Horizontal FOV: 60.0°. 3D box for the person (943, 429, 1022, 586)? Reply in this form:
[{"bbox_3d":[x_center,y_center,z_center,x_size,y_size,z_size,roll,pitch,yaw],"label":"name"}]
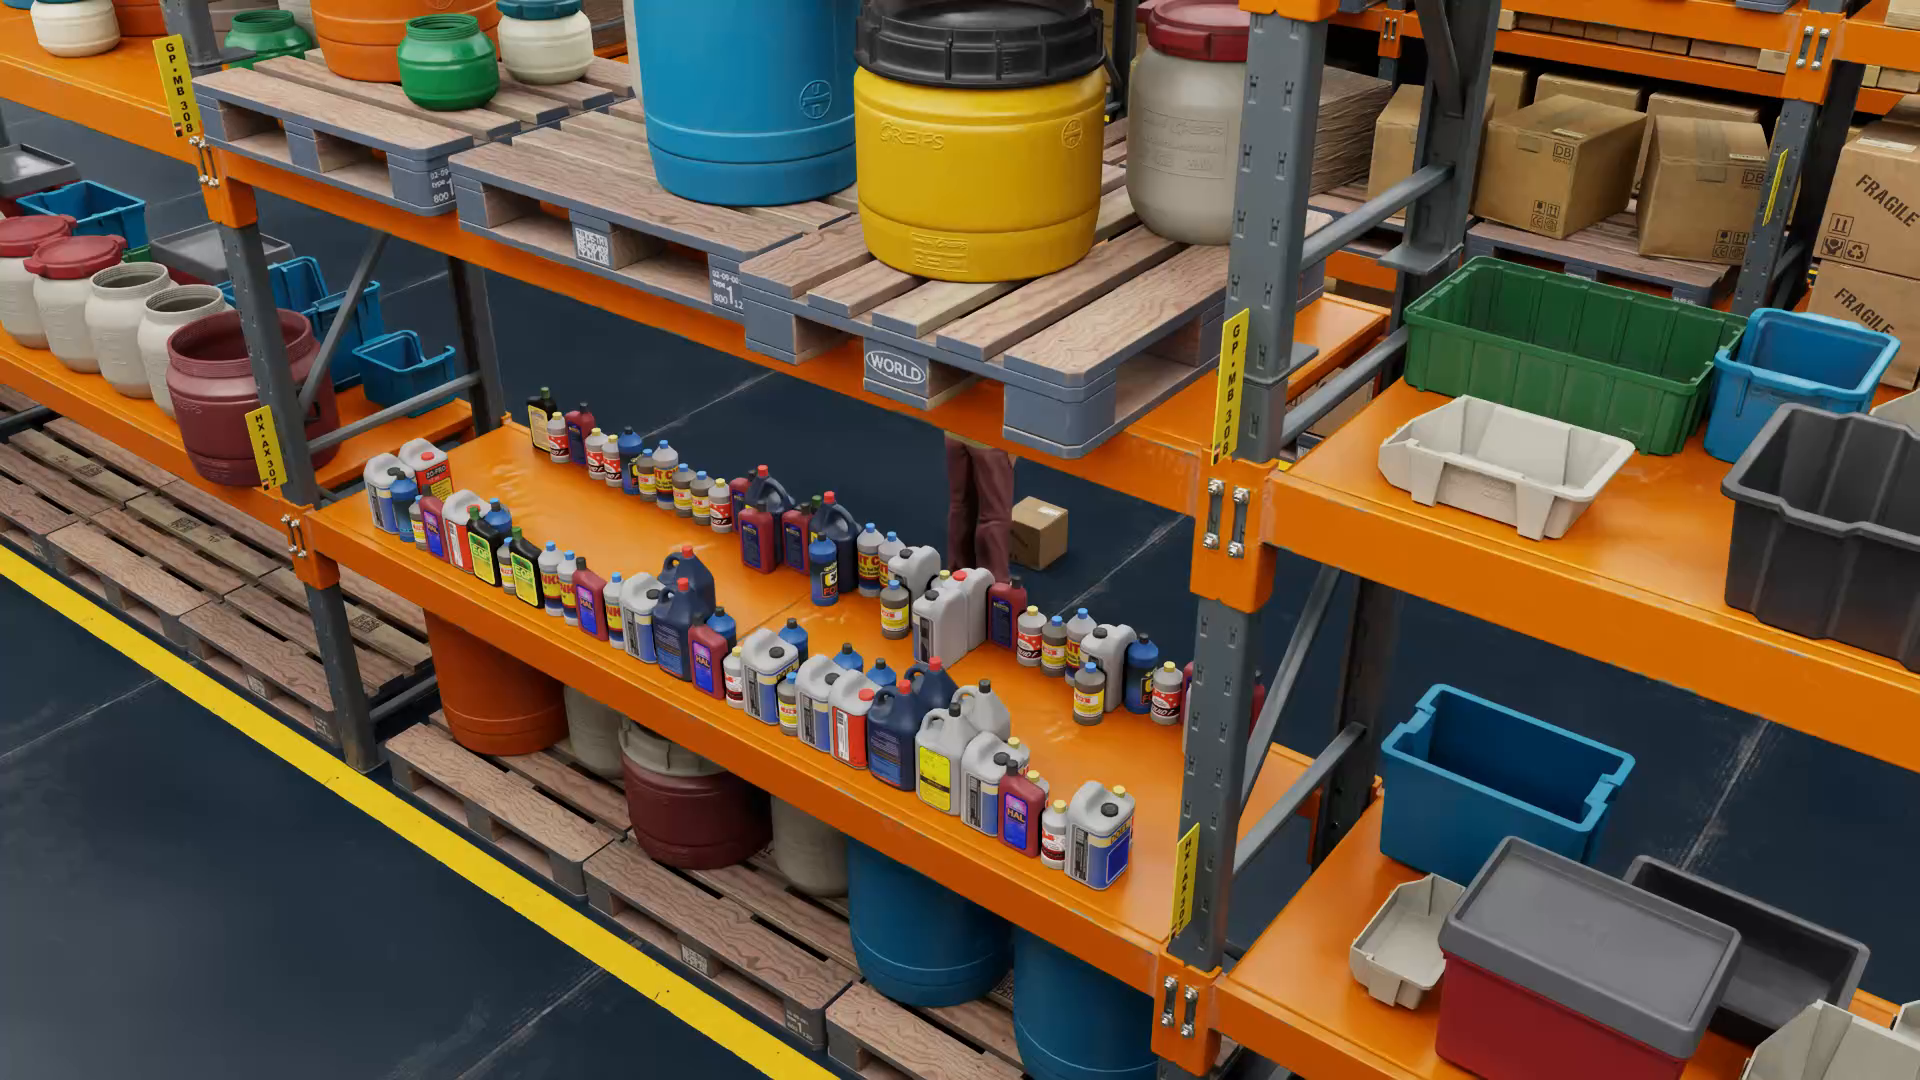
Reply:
[{"bbox_3d":[0.077,-0.456,7.890,0.454,1.691,0.392,22,37,32],"label":"person"}]
